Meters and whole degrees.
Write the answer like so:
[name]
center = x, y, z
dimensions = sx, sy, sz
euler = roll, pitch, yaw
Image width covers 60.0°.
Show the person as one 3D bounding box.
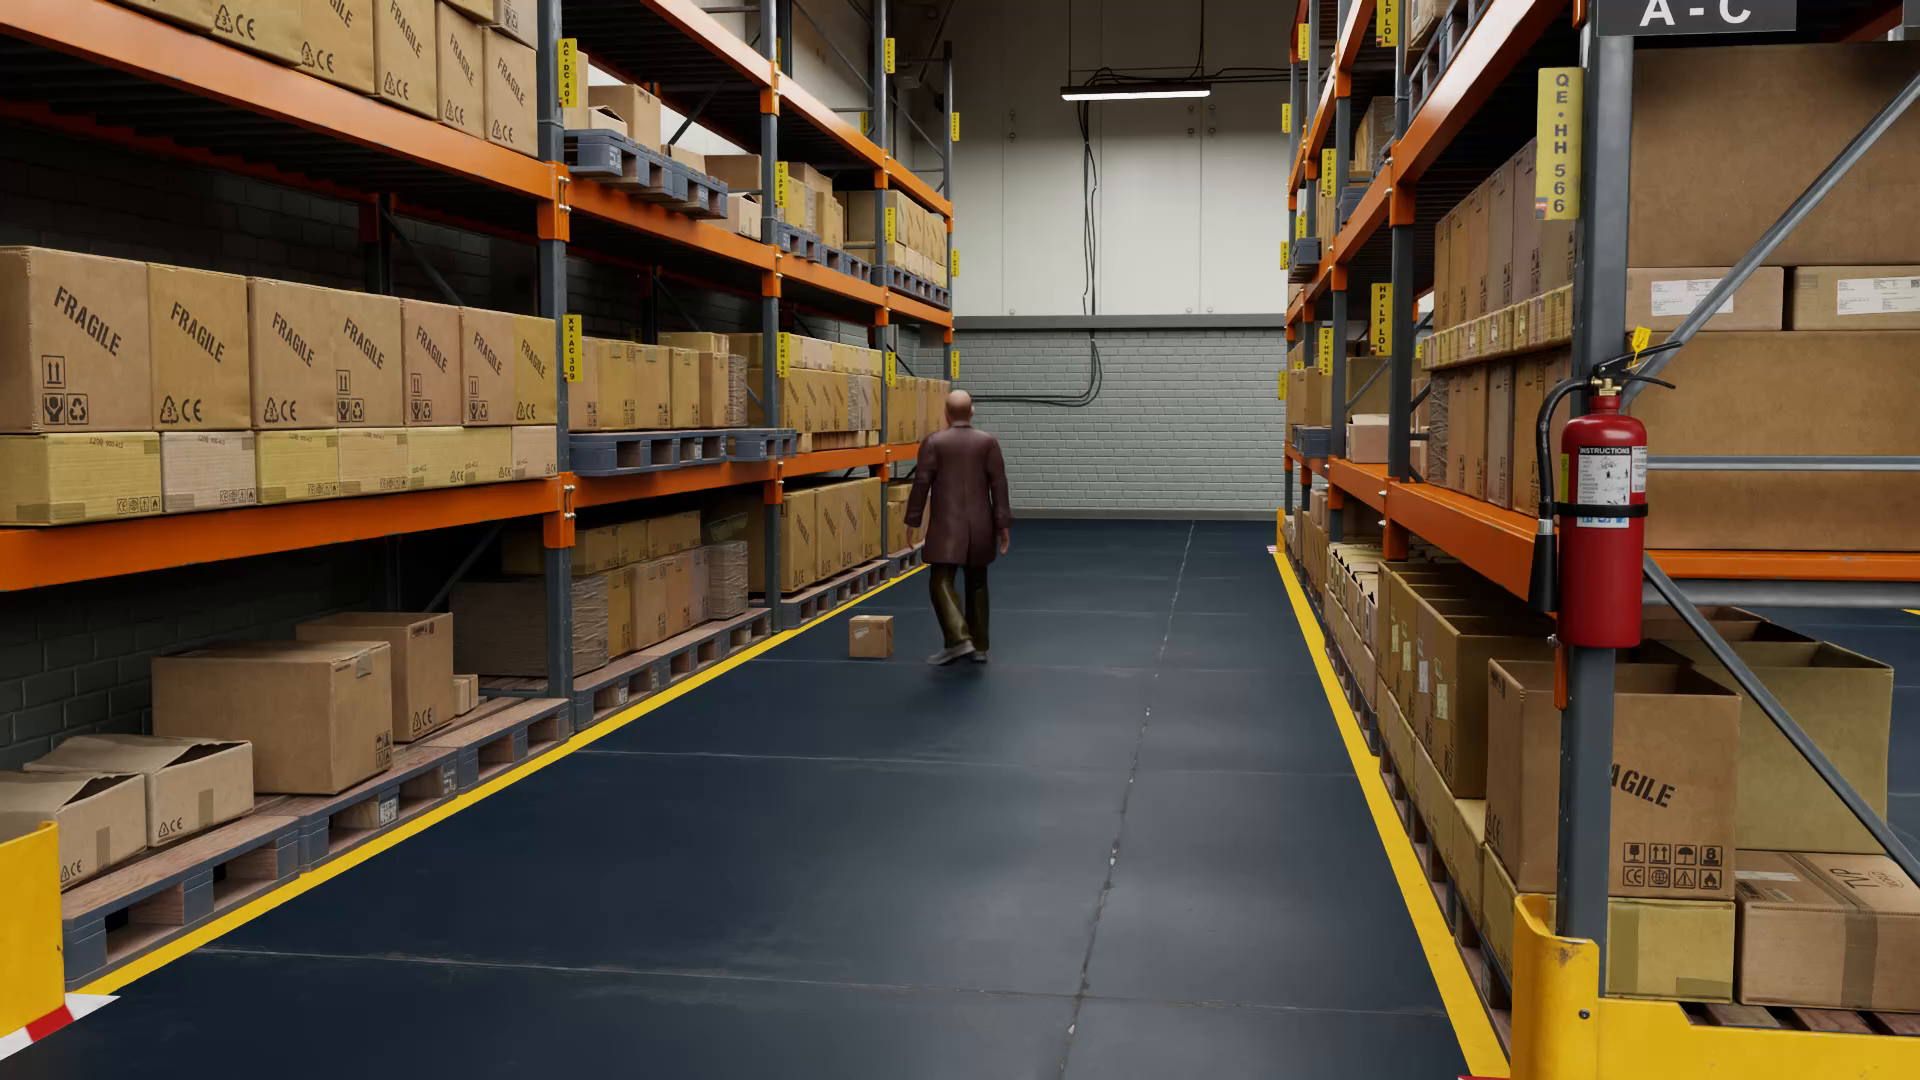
[person]
center = -0.007, -0.079, 10.666
dimensions = 0.684, 1.760, 0.809
euler = -1, 5, -16
